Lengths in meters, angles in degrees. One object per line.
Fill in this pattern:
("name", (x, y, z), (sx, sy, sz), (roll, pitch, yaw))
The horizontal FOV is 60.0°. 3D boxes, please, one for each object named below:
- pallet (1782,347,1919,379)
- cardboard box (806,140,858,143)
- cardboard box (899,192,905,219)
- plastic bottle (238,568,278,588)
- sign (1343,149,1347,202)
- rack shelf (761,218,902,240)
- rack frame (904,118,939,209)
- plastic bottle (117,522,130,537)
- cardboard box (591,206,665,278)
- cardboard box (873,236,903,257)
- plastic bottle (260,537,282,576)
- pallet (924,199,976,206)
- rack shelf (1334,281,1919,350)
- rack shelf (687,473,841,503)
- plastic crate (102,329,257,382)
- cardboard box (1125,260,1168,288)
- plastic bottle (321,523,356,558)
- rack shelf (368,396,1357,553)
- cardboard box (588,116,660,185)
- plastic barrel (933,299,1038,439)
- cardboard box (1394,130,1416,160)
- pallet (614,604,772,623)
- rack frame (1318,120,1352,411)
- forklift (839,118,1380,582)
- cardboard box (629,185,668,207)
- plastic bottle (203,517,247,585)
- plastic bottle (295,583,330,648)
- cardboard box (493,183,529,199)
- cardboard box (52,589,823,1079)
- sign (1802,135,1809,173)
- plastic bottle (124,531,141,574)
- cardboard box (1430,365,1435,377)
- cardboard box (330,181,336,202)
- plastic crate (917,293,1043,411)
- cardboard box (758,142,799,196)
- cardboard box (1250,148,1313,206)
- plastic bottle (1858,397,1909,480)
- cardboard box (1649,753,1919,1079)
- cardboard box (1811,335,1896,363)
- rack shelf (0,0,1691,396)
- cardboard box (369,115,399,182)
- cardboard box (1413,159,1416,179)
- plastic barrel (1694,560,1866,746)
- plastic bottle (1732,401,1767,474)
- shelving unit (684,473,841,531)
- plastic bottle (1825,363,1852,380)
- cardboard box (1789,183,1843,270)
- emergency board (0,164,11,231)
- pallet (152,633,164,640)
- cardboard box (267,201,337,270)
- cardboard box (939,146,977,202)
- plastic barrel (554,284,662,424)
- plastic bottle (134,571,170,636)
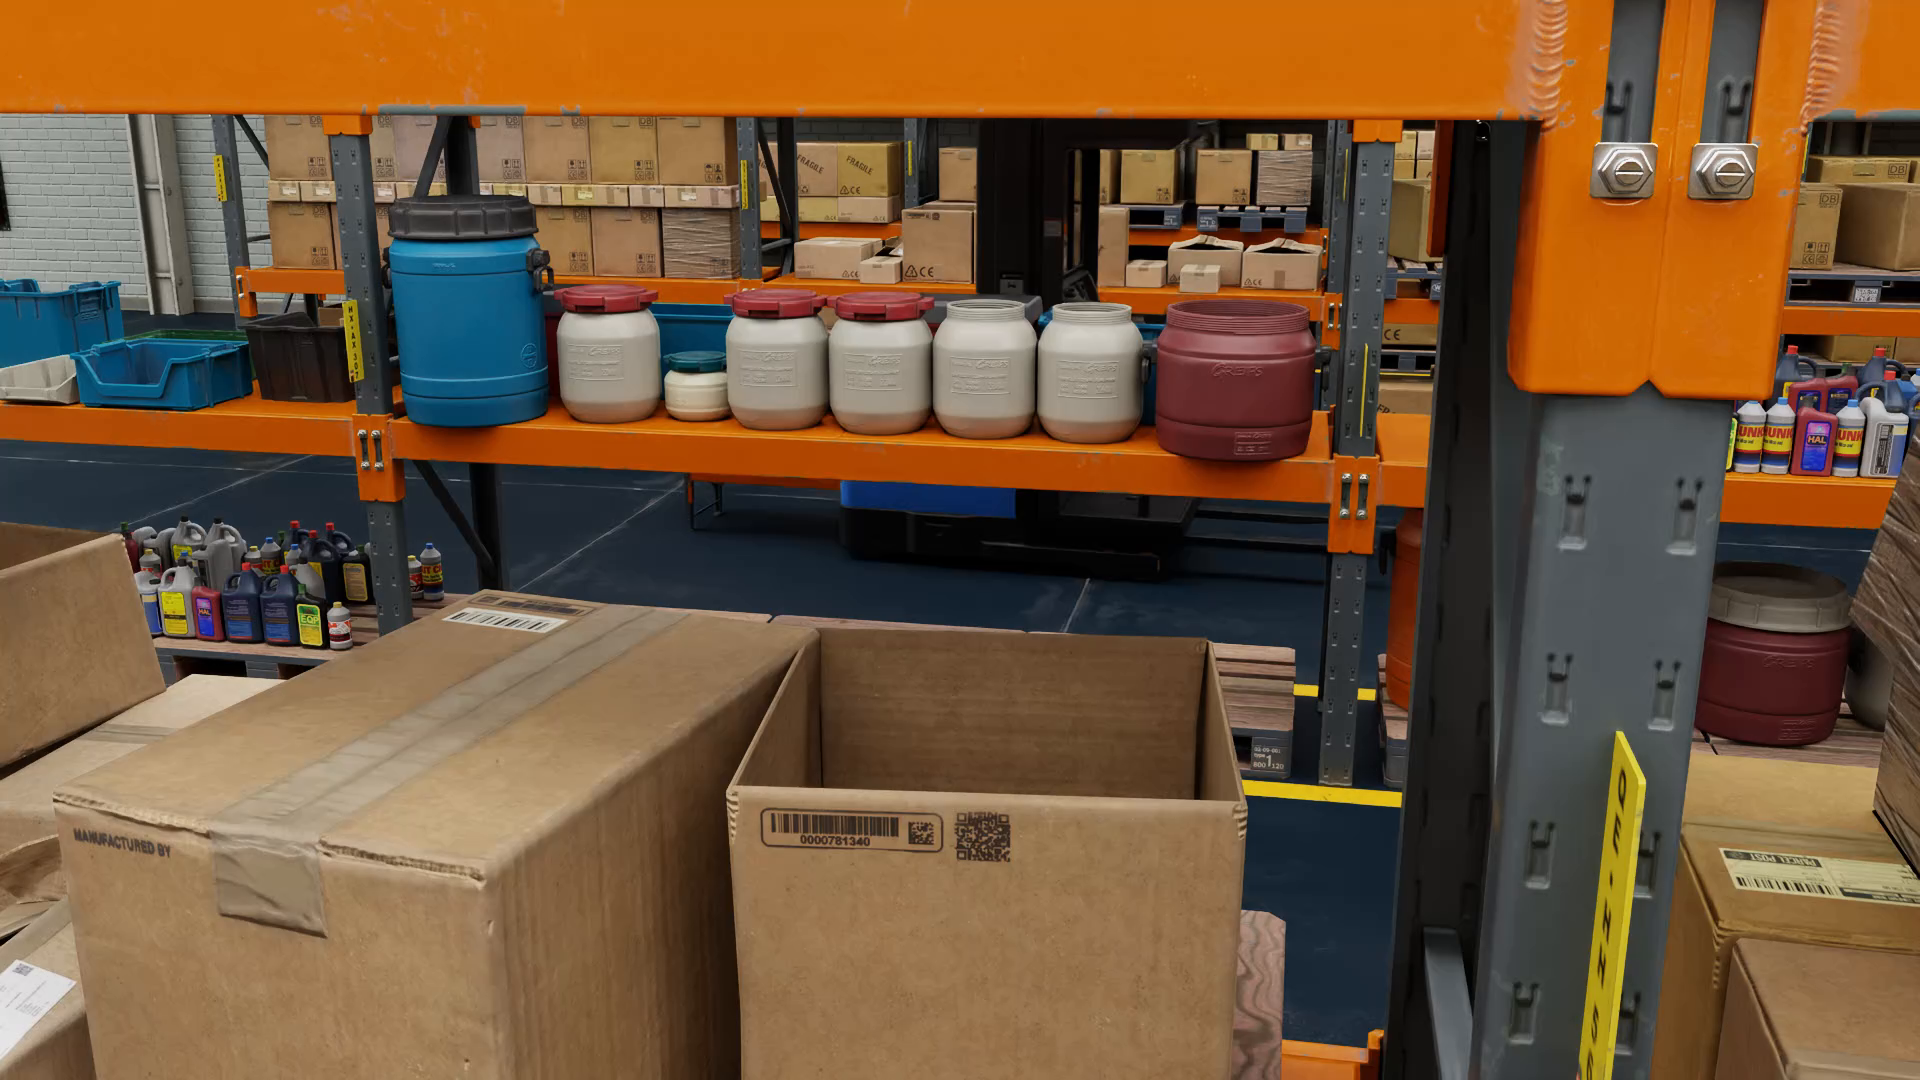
("pallet", (8.189, -1.583, 15.310), (1.213, 0.211, 1.003), (3, 16, 11))
("cardboard box", (-1.305, -3.820, 17.002), (0.500, 0.500, 0.500), (3, 16, 11))
("cardboard box", (-0.798, -3.431, 17.004), (0.500, 0.250, 0.500), (3, 16, 12))
("plastic bottle", (-3.226, 0.270, 7.676), (0.135, 0.276, 0.152), (3, 16, 11))
("sign", (2.449, -2.317, 10.568), (0.005, 0.325, 0.100), (3, 16, 11))
("rack shelf", (-2.340, -3.173, 17.174), (4.000, 0.370, 1.077), (3, 16, 11))
("rack frame", (-0.380, -3.413, 16.694), (0.127, 3.000, 1.000), (3, 16, 11))
("plastic bottle", (-4.269, 0.047, 8.466), (0.133, 0.283, 0.061), (4, 16, 12))
("cardboard box", (-2.318, -2.213, 12.176), (0.500, 0.500, 0.700), (3, 16, 11))
("cardboard box", (-0.465, -2.053, 12.038), (0.258, 0.266, 0.396), (3, 16, 10))
("plastic bottle", (-3.399, 0.122, 8.220), (0.097, 0.271, 0.097), (0, 15, 0))
("pallet", (0.340, -3.242, 16.436), (1.213, 0.211, 1.003), (3, 16, 11))
("rack shelf", (4.516, -1.451, 10.959), (4.000, 0.370, 1.077), (3, 16, 11))
("rack shelf", (-1.106, -0.391, 10.212), (1.000, 0.278, 0.538), (4, 16, 14))
("plastic crate", (-3.628, -0.865, 7.894), (0.662, 0.188, 0.450), (3, 16, 11))
("cardboard box", (1.295, -1.836, 11.472), (0.250, 0.149, 0.380), (4, 16, 15))
("plastic bottle", (-3.063, 0.092, 8.180), (0.185, 0.351, 0.144), (4, 16, 13))
("rack shelf", (-0.394, -0.368, 7.050), (4.000, 0.370, 1.077), (3, 16, 11))
("cardboard box", (-2.295, -2.839, 12.004), (0.500, 0.500, 0.700), (3, 16, 11))
("plastic barrel", (0.102, -0.684, 6.632), (0.421, 0.512, 0.421), (0, 15, 0))
("cardboard box", (3.961, -3.670, 15.434), (0.500, 0.250, 0.500), (3, 16, 12))
("pallet", (-1.577, 0.554, 7.596), (1.213, 0.211, 1.003), (3, 16, 11))
("rack frame", (2.556, -1.904, 11.247), (0.127, 3.000, 1.000), (3, 16, 11))
("forklift", (0.874, -1.338, 9.331), (3.031, 2.935, 1.130), (4, 16, 14))
("cardboard box", (-2.172, -2.463, 11.863), (0.250, 0.149, 0.380), (3, 16, 9))
("plastic bottle", (-3.664, 0.059, 8.298), (0.185, 0.351, 0.144), (3, 16, 11))
("plastic bottle", (-2.891, 0.336, 7.423), (0.133, 0.283, 0.061), (4, 16, 14))
("cardboard box", (-3.178, -2.517, 12.059), (0.250, 0.149, 0.380), (4, 16, 13))
("cardboard box", (-0.526, 0.415, 1.902), (0.500, 0.500, 0.700), (6, 16, 19))
("sign", (7.361, -3.365, 14.500), (0.005, 0.325, 0.100), (3, 16, 11))
("plastic bottle", (-4.166, 0.094, 8.297), (0.133, 0.283, 0.061), (3, 16, 11))
("cardboard box", (3.520, -0.923, 11.564), (0.500, 0.500, 0.500), (4, 16, 13))
("cardboard box", (-4.438, -2.586, 12.307), (0.250, 0.149, 0.380), (3, 16, 11))
("plastic crate", (0.043, -0.805, 7.161), (0.583, 0.464, 0.402), (3, 16, 11))
("cardboard box", (-1.887, -3.711, 16.608), (0.500, 0.500, 0.500), (3, 16, 9))
("cardboard box", (3.077, -3.483, 15.935), (0.500, 0.500, 0.700), (1, 16, 5))
("plastic bottle", (3.284, -0.367, 5.932), (0.135, 0.276, 0.152), (3, 16, 11))
("cardboard box", (1.111, 0.600, 2.018), (0.500, 0.500, 0.500), (4, 16, 13))
("cardboard box", (8.172, -1.919, 15.195), (0.500, 0.500, 0.700), (3, 16, 12))
("rack shelf", (-1.381, -0.518, 1.972), (4.000, 0.370, 1.077), (3, 16, 11))
("cardboard box", (-4.260, -2.946, 12.389), (0.500, 0.500, 0.700), (3, 16, 10))
("cardboard box", (4.547, -3.415, 15.920), (0.500, 0.500, 0.500), (3, 16, 10))
("plastic barrel", (3.155, 0.433, 6.541), (0.708, 0.588, 0.600), (3, 16, 11))
("plastic bottle", (2.844, -0.382, 5.992), (0.097, 0.271, 0.097), (0, 15, 0))
("shelving unit", (-1.106, -0.626, 10.147), (1.048, 1.125, 0.538), (4, 16, 14))
("plastic bottle", (3.479, -0.565, 6.630), (0.133, 0.283, 0.061), (3, 16, 11))
("cardboard box", (5.370, -2.046, 10.784), (0.500, 0.500, 0.700), (6, 16, 20))
("emergency board", (-11.735, -4.275, 19.808), (0.643, 1.169, 0.194), (3, 16, 11))
("pallet", (-4.203, 0.412, 8.111), (1.213, 0.211, 1.003), (3, 16, 11))
("cardboard box", (-4.828, -2.350, 12.668), (0.500, 0.500, 0.700), (3, 16, 11))
("cardboard box", (0.112, -3.637, 16.492), (0.500, 0.500, 0.700), (3, 16, 11))
("plastic barrel", (-1.460, -0.779, 6.929), (0.433, 0.535, 0.433), (0, 15, 0))
("plastic bottle", (-3.706, 0.283, 7.628), (0.135, 0.276, 0.152), (3, 16, 12))
